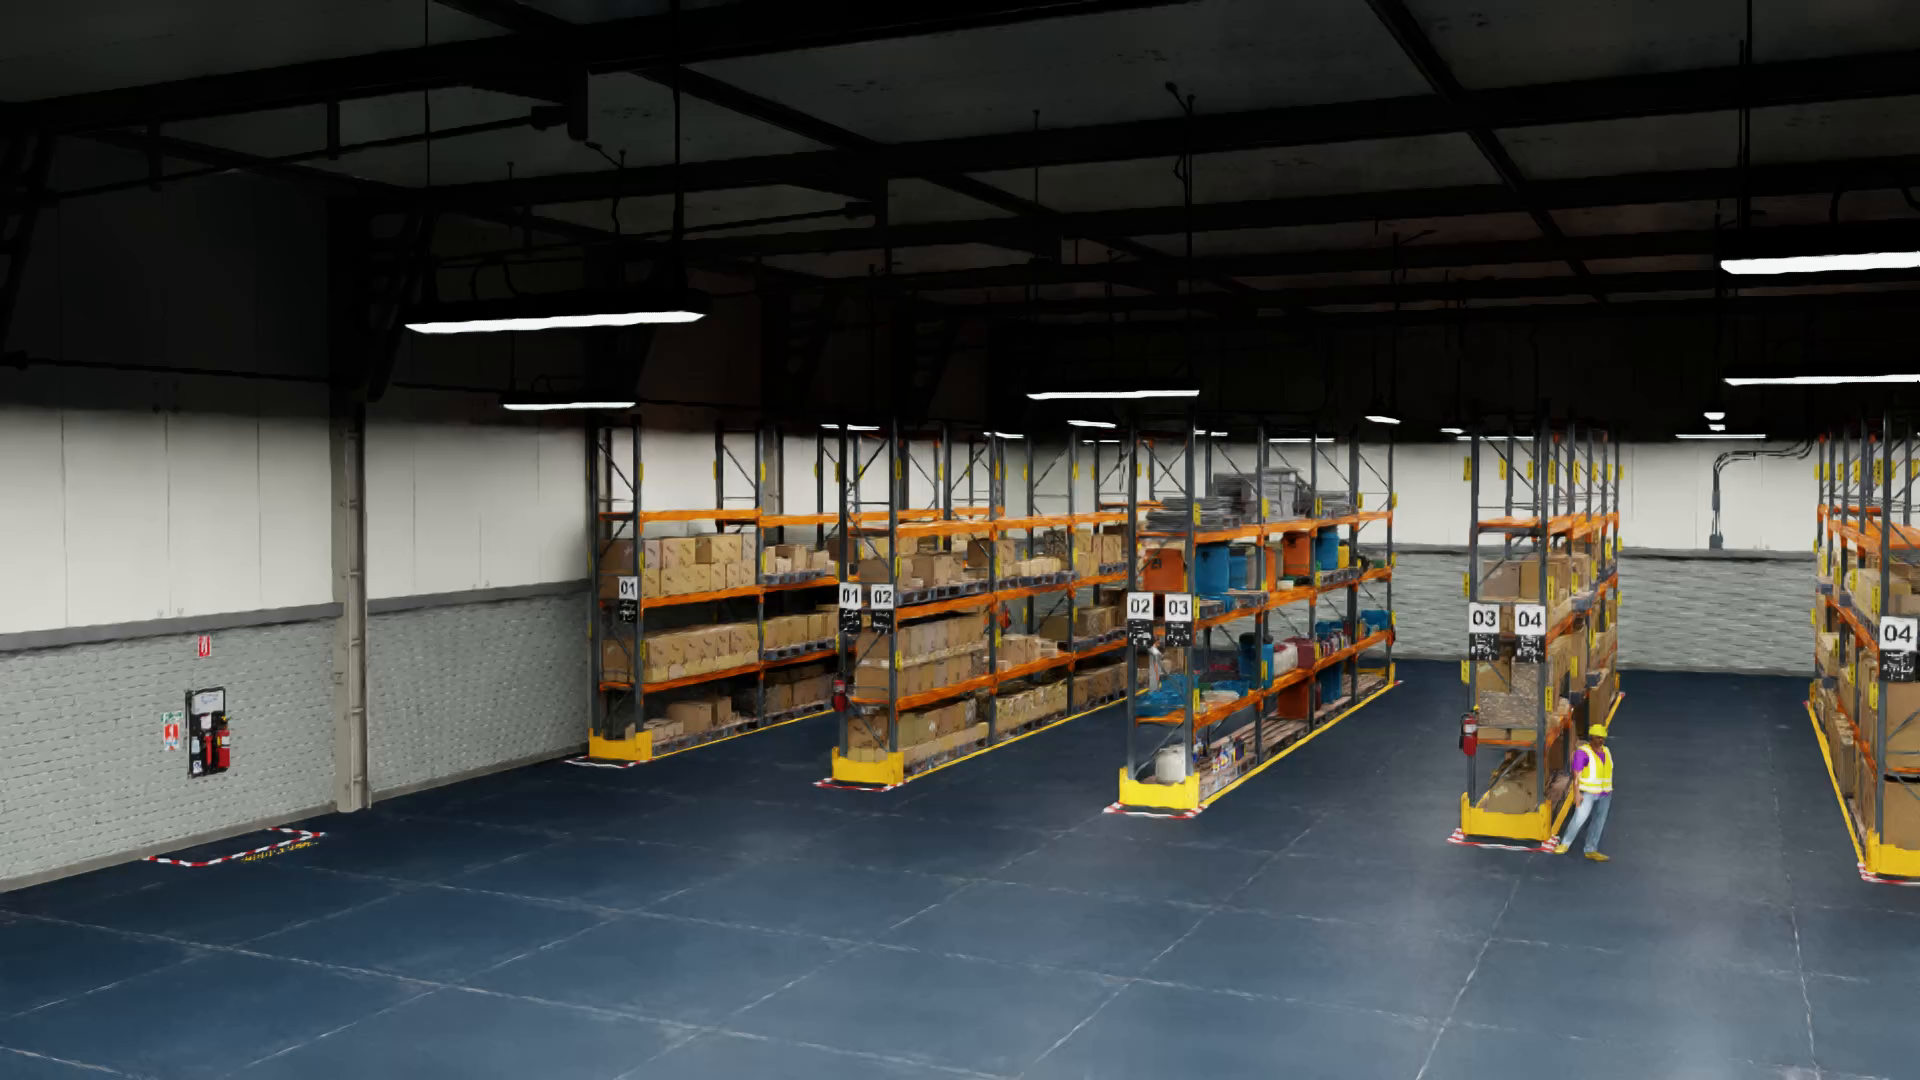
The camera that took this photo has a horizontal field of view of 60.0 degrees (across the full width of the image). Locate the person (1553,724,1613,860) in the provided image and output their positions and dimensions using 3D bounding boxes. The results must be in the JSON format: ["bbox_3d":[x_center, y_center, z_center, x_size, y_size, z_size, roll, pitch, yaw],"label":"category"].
[{"bbox_3d":[8.066,3.237,21.464,0.739,1.758,0.527,-1,2,-16],"label":"person"}]

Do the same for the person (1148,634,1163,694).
[{"bbox_3d":[4.027,2.748,33.988,0.457,1.675,0.532,0,2,1],"label":"person"}]

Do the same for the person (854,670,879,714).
[{"bbox_3d":[-1.682,2.884,30.370,0.598,1.698,1.194,1,3,27],"label":"person"}]
